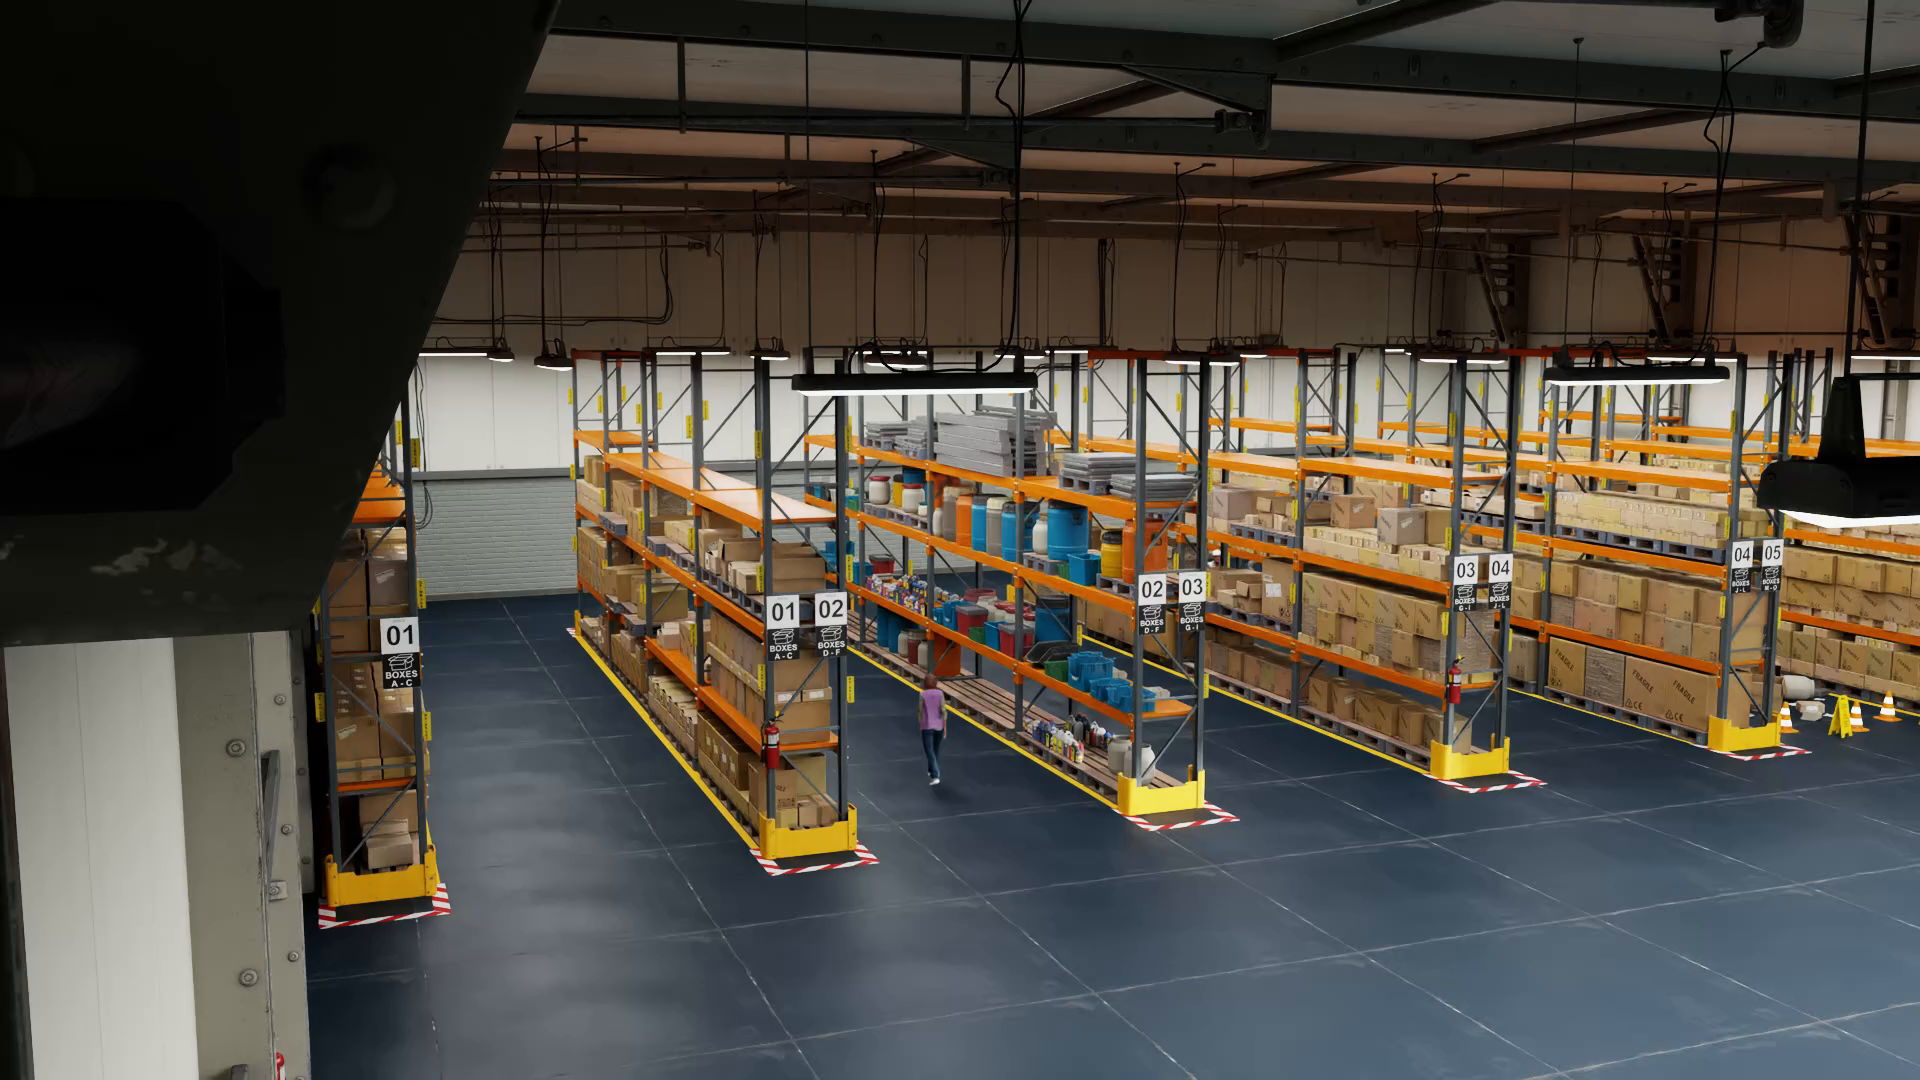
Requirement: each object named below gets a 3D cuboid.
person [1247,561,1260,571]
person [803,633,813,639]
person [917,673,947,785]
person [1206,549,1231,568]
[{"bbox_3d":[8.045,0.098,43.883,0.941,1.549,0.436,3,8,22],"label":"person"},{"bbox_3d":[-2.983,1.734,30.544,0.507,1.543,1.055,-4,8,-32],"label":"person"},{"bbox_3d":[-0.391,2.643,23.392,0.401,1.548,0.934,-2,7,-19],"label":"person"},{"bbox_3d":[5.567,1.016,36.075,0.707,1.683,0.708,-1,7,-10],"label":"person"}]
